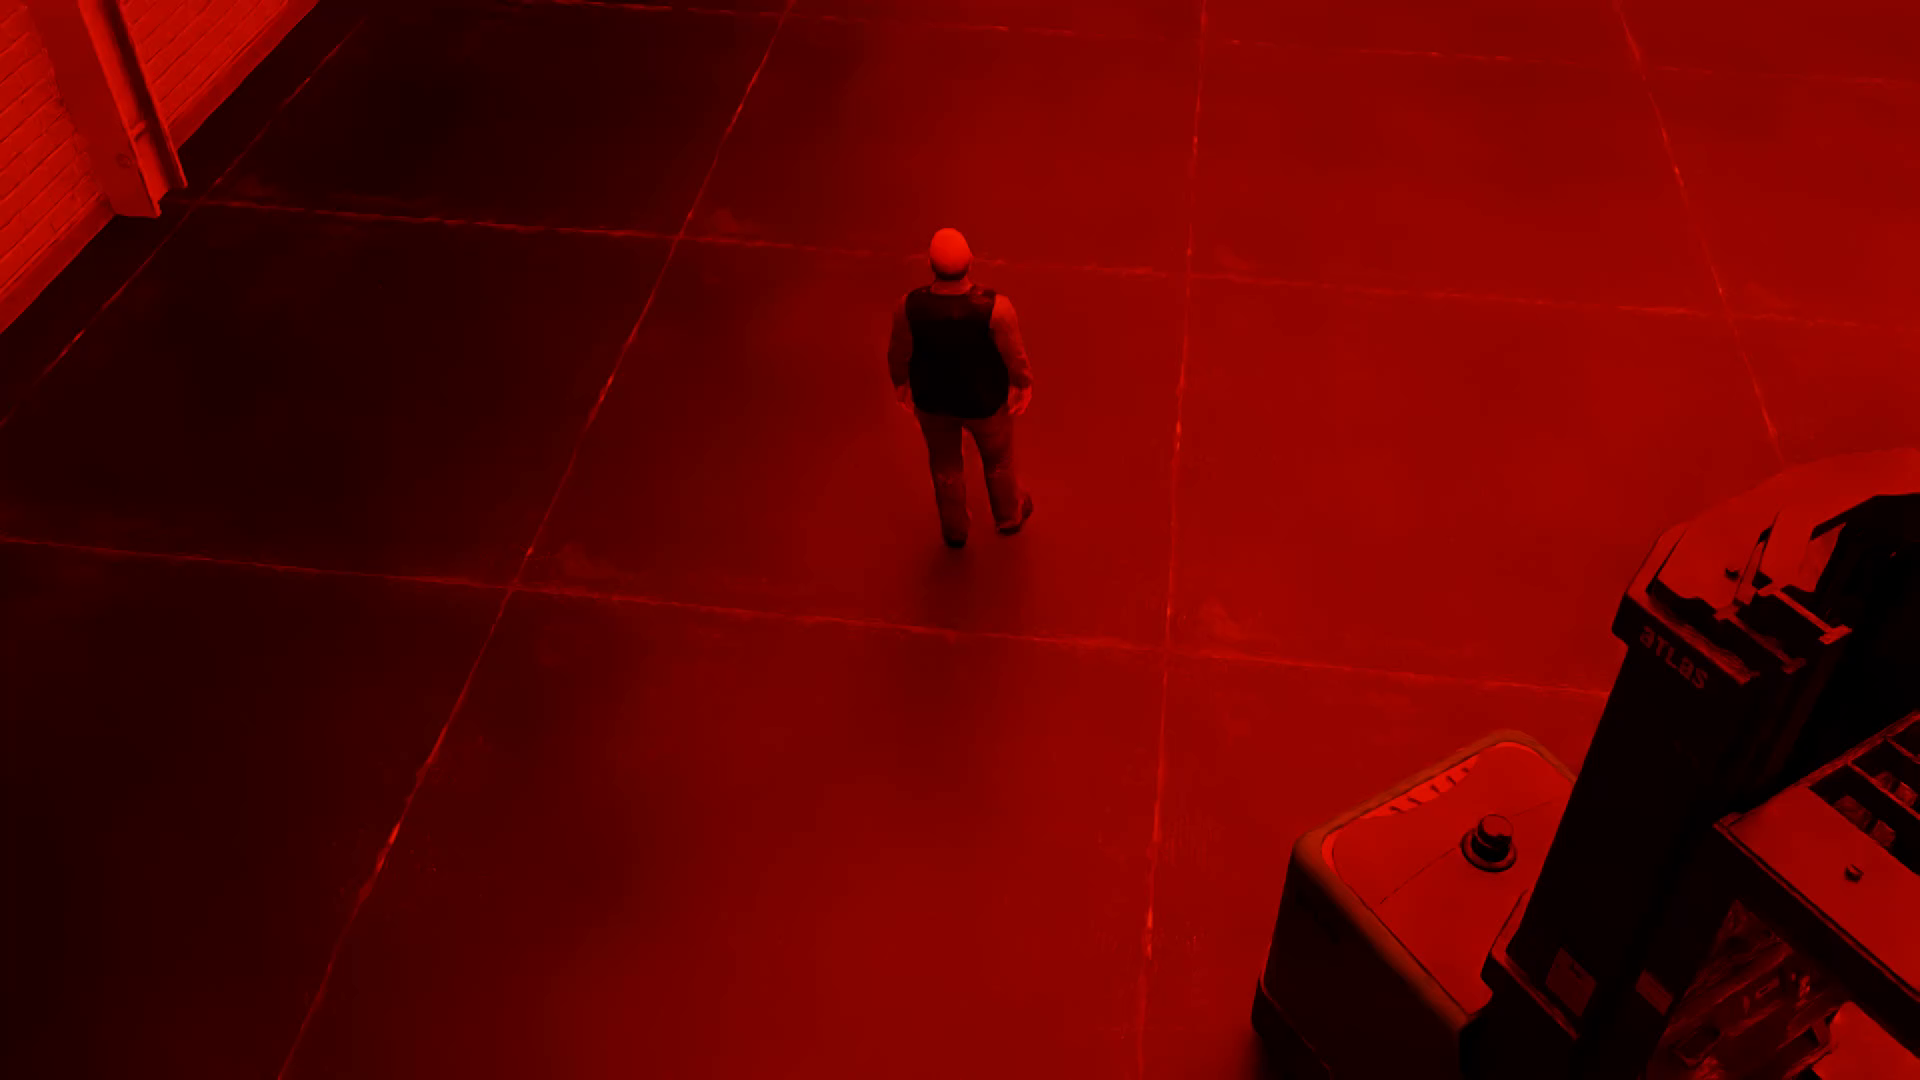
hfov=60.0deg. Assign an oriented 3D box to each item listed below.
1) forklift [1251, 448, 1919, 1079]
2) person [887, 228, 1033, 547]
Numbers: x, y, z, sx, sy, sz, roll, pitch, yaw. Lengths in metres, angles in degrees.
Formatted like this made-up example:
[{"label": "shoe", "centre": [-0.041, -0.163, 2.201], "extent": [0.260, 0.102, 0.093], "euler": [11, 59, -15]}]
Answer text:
[{"label": "forklift", "centre": [2.227, 1.351, 4.253], "extent": [1.130, 2.935, 3.031], "euler": [-22, 47, -22]}, {"label": "person", "centre": [0.016, -0.680, 7.348], "extent": [0.632, 1.720, 0.567], "euler": [5, 43, 6]}]
